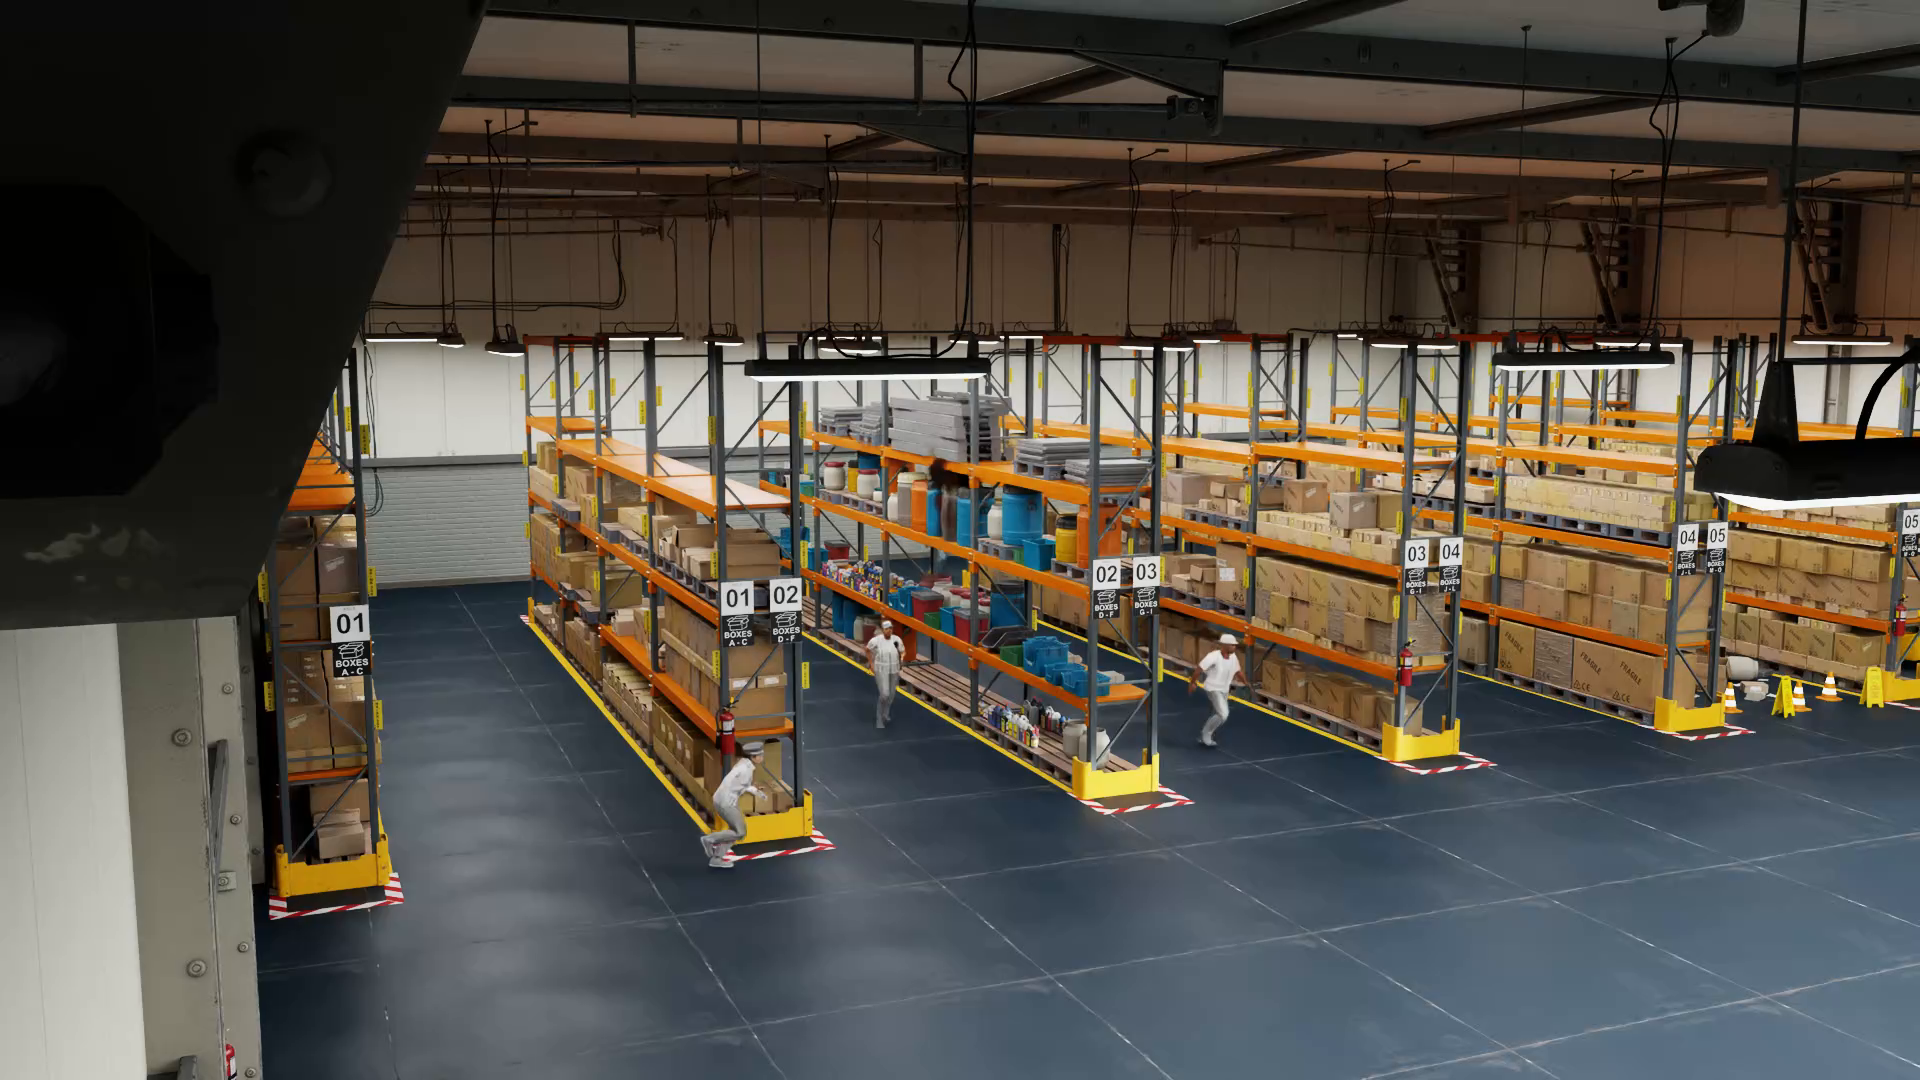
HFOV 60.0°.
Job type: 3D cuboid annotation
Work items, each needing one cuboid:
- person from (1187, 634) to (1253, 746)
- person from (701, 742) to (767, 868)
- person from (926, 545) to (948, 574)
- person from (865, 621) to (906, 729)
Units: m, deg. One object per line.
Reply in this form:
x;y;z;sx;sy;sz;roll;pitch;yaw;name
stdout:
3.865;2.217;24.507;0.696;1.703;0.802;-7;10;-41;person
-2.613;3.073;19.135;0.767;1.488;0.644;0;8;2;person
-0.413;0.080;40.646;0.626;1.727;0.728;7;10;41;person
-1.128;2.087;25.894;0.609;1.702;0.716;-3;8;-22;person
